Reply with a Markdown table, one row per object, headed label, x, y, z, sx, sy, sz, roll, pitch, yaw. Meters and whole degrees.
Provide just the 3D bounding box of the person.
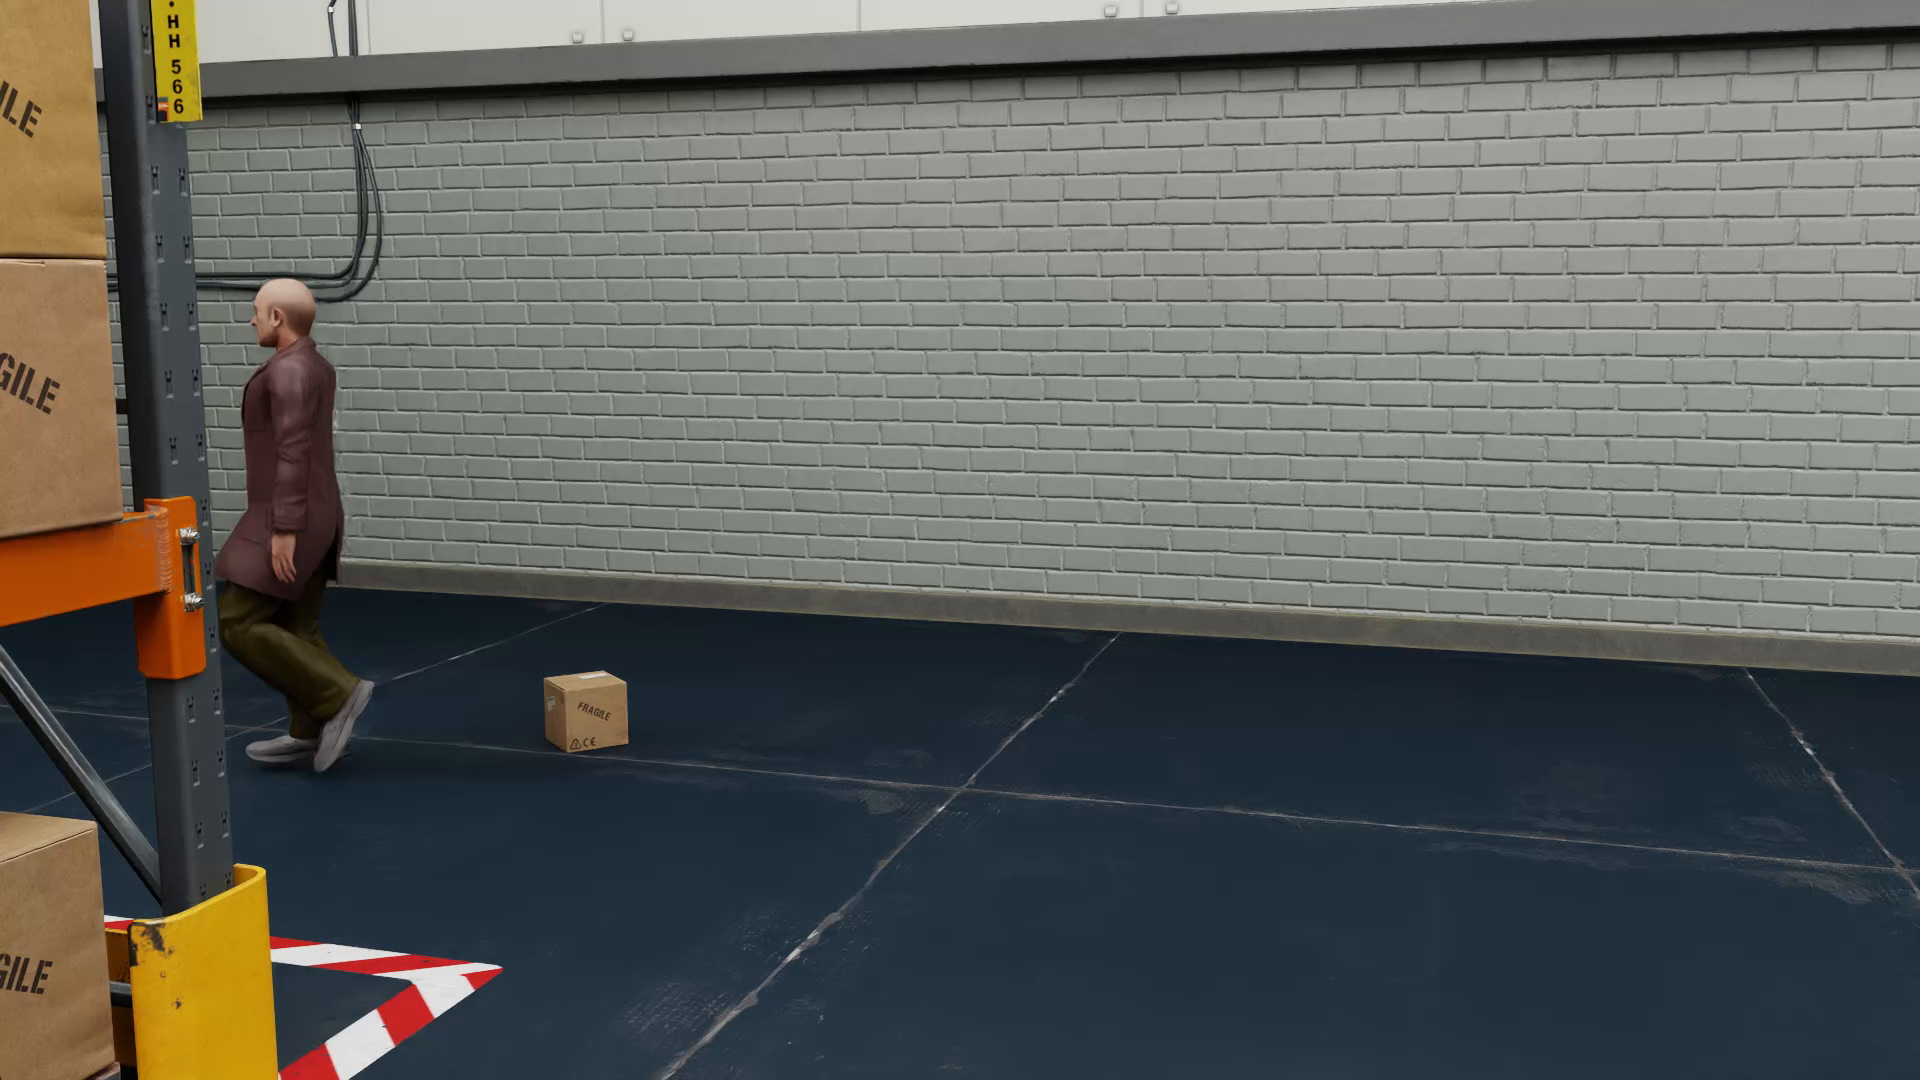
| label | x | y | z | sx | sy | sz | roll | pitch | yaw |
| --- | --- | --- | --- | --- | --- | --- | --- | --- | --- |
| person | -2.410 | -0.048 | 6.010 | 0.525 | 1.775 | 0.607 | -1 | 8 | -10 |
